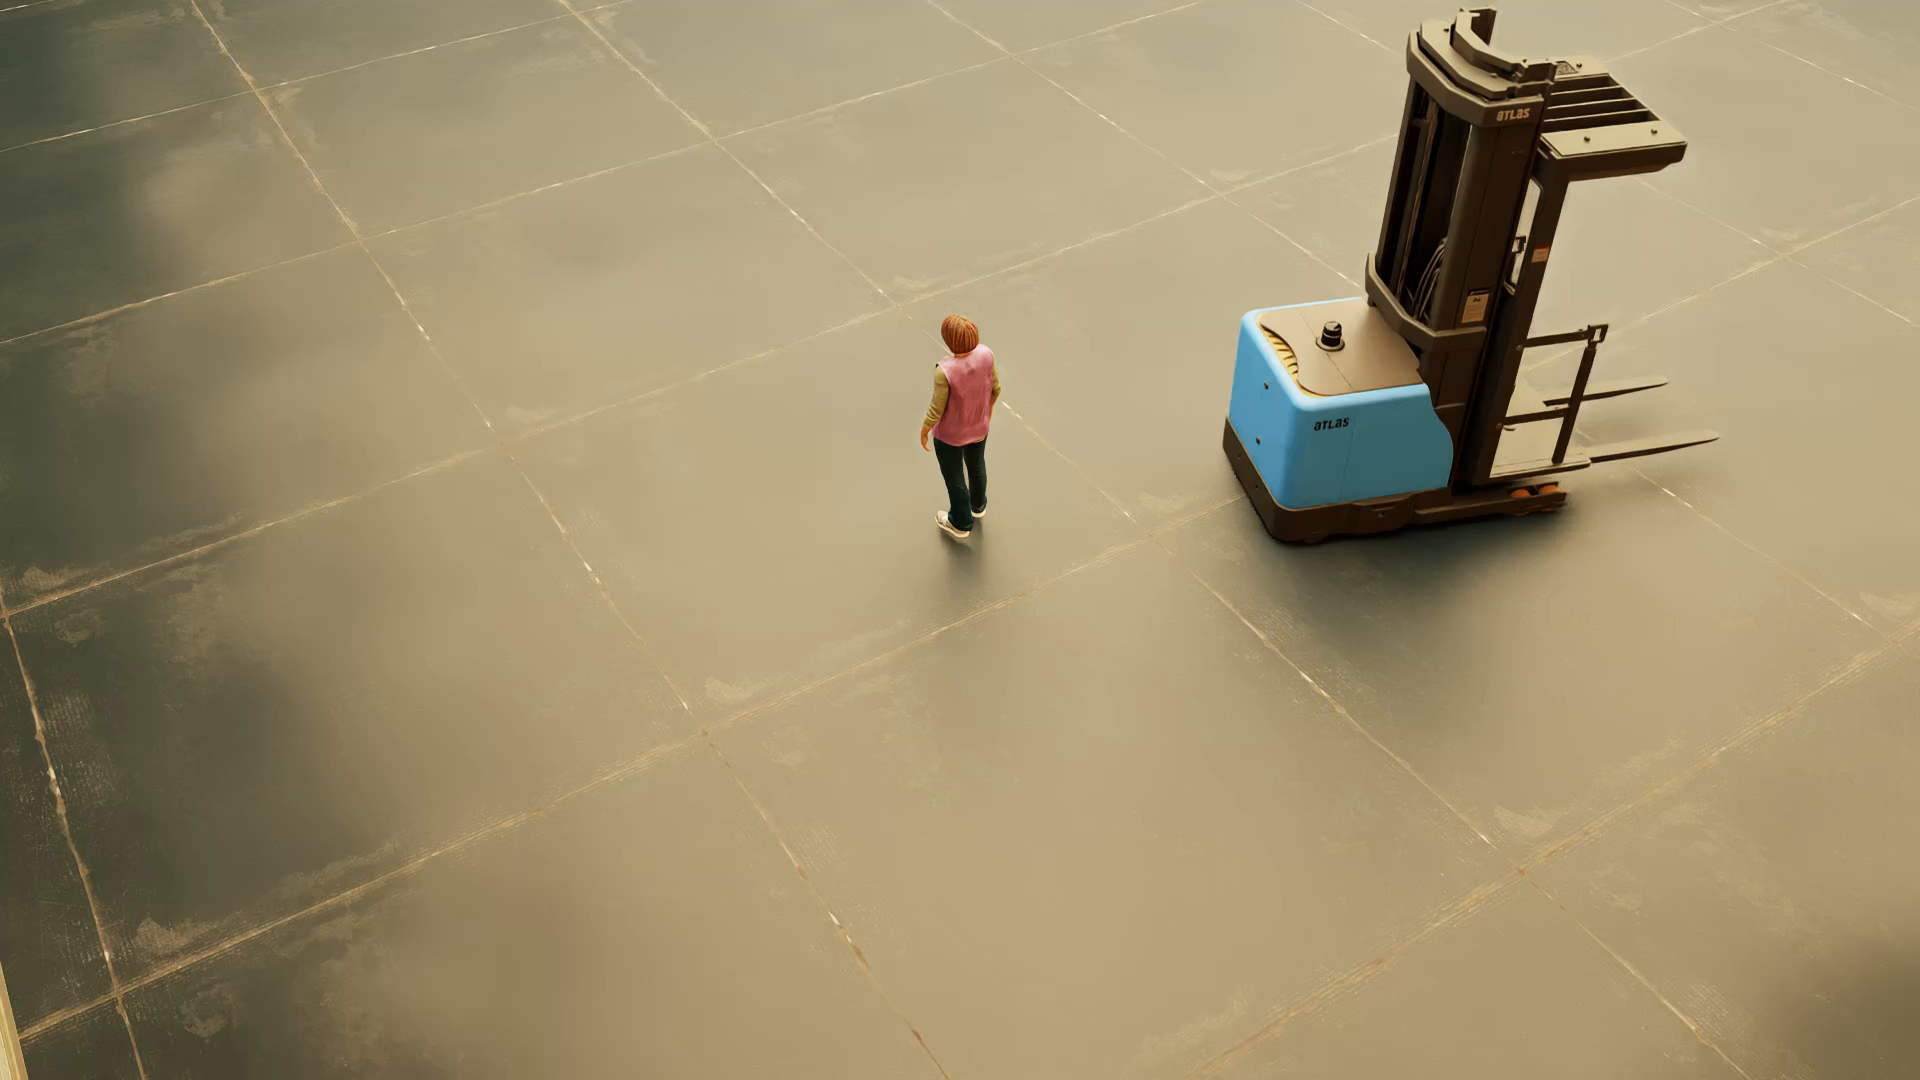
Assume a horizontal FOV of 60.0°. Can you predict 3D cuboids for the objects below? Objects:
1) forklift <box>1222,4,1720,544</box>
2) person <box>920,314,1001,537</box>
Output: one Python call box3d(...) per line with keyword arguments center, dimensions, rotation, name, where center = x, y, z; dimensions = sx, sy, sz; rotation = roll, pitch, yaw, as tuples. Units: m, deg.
box3d(center=(3.256, -1.584, 9.683), dimensions=(3.031, 2.935, 1.130), rotation=(-8, 42, -9), name="forklift")
box3d(center=(-0.028, -0.684, 9.594), dimensions=(0.519, 1.599, 0.473), rotation=(-23, 46, -24), name="person")
